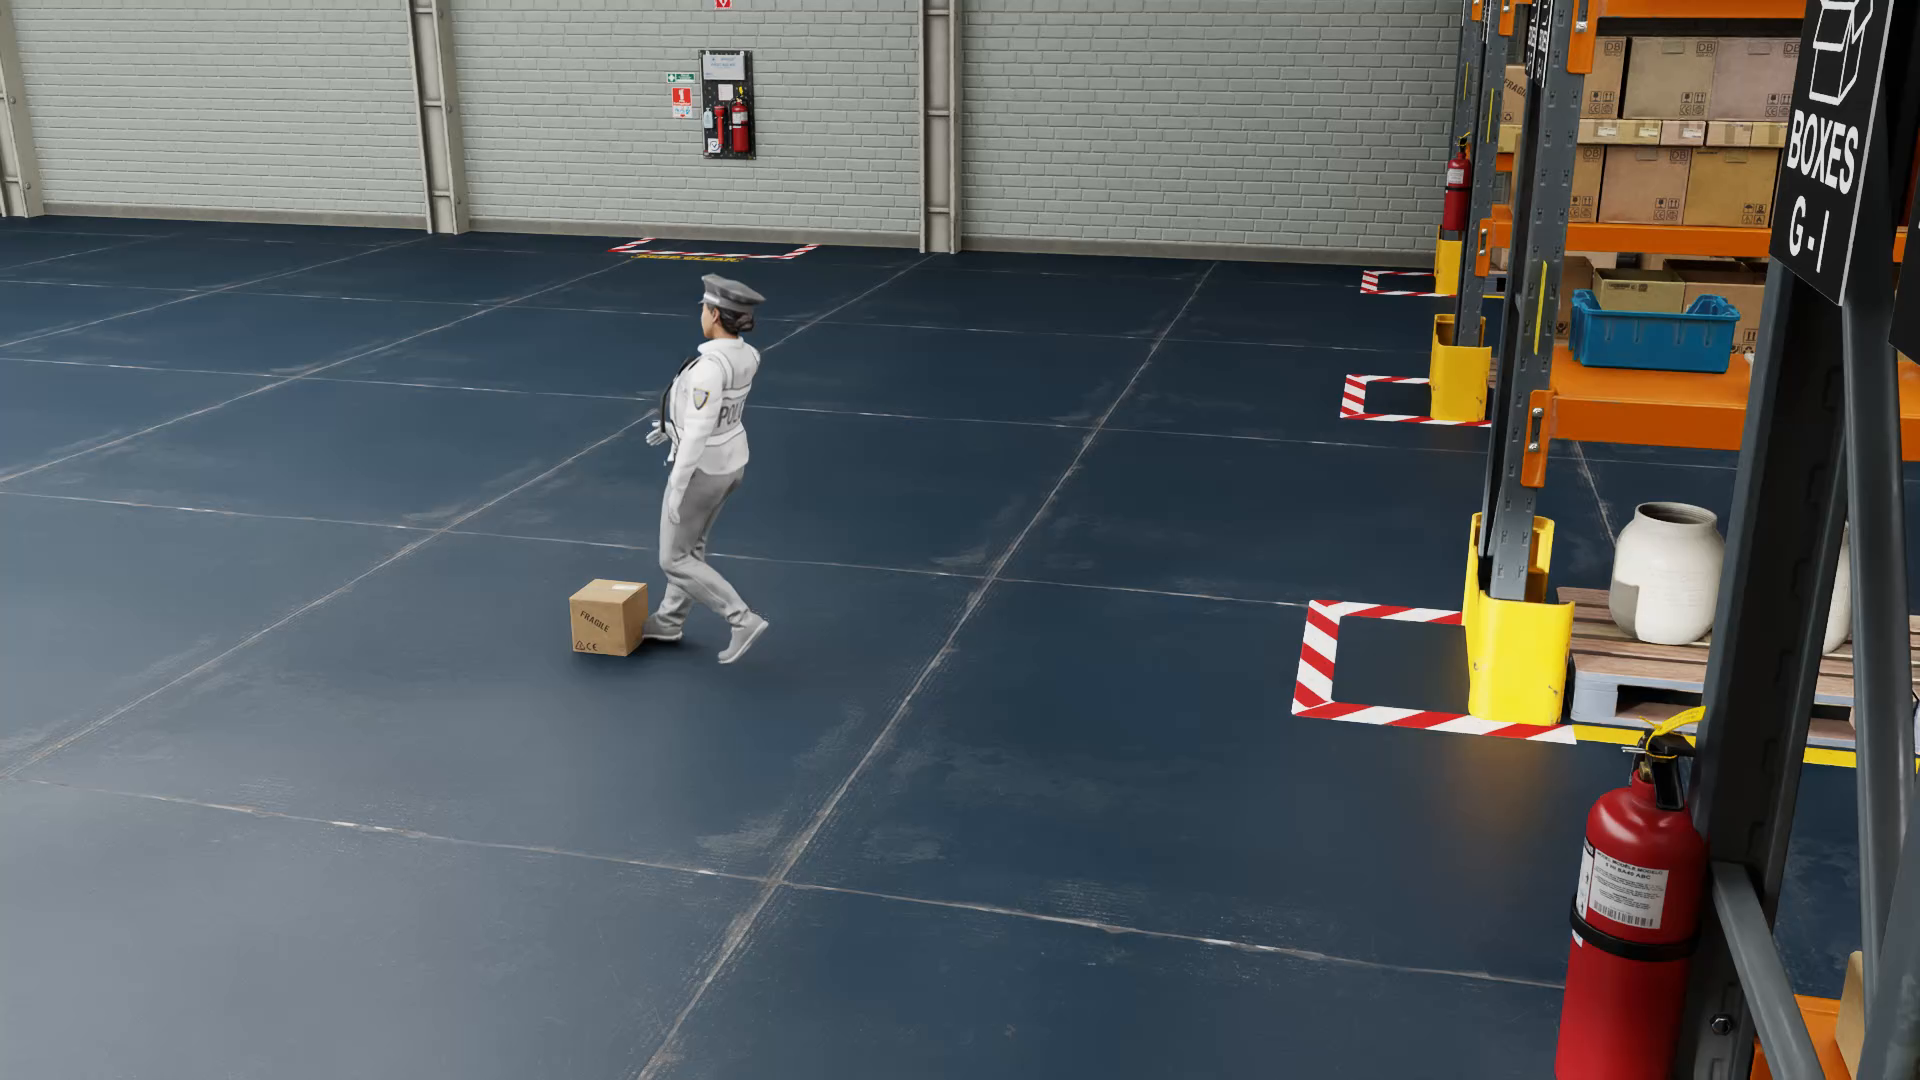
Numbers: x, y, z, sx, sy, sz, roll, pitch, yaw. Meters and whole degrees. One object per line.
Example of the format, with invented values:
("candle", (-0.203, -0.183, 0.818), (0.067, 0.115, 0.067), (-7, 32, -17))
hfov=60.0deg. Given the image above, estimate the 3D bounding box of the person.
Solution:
("person", (-1.138, -0.301, 6.961), (0.793, 1.622, 0.554), (6, 19, 18))
